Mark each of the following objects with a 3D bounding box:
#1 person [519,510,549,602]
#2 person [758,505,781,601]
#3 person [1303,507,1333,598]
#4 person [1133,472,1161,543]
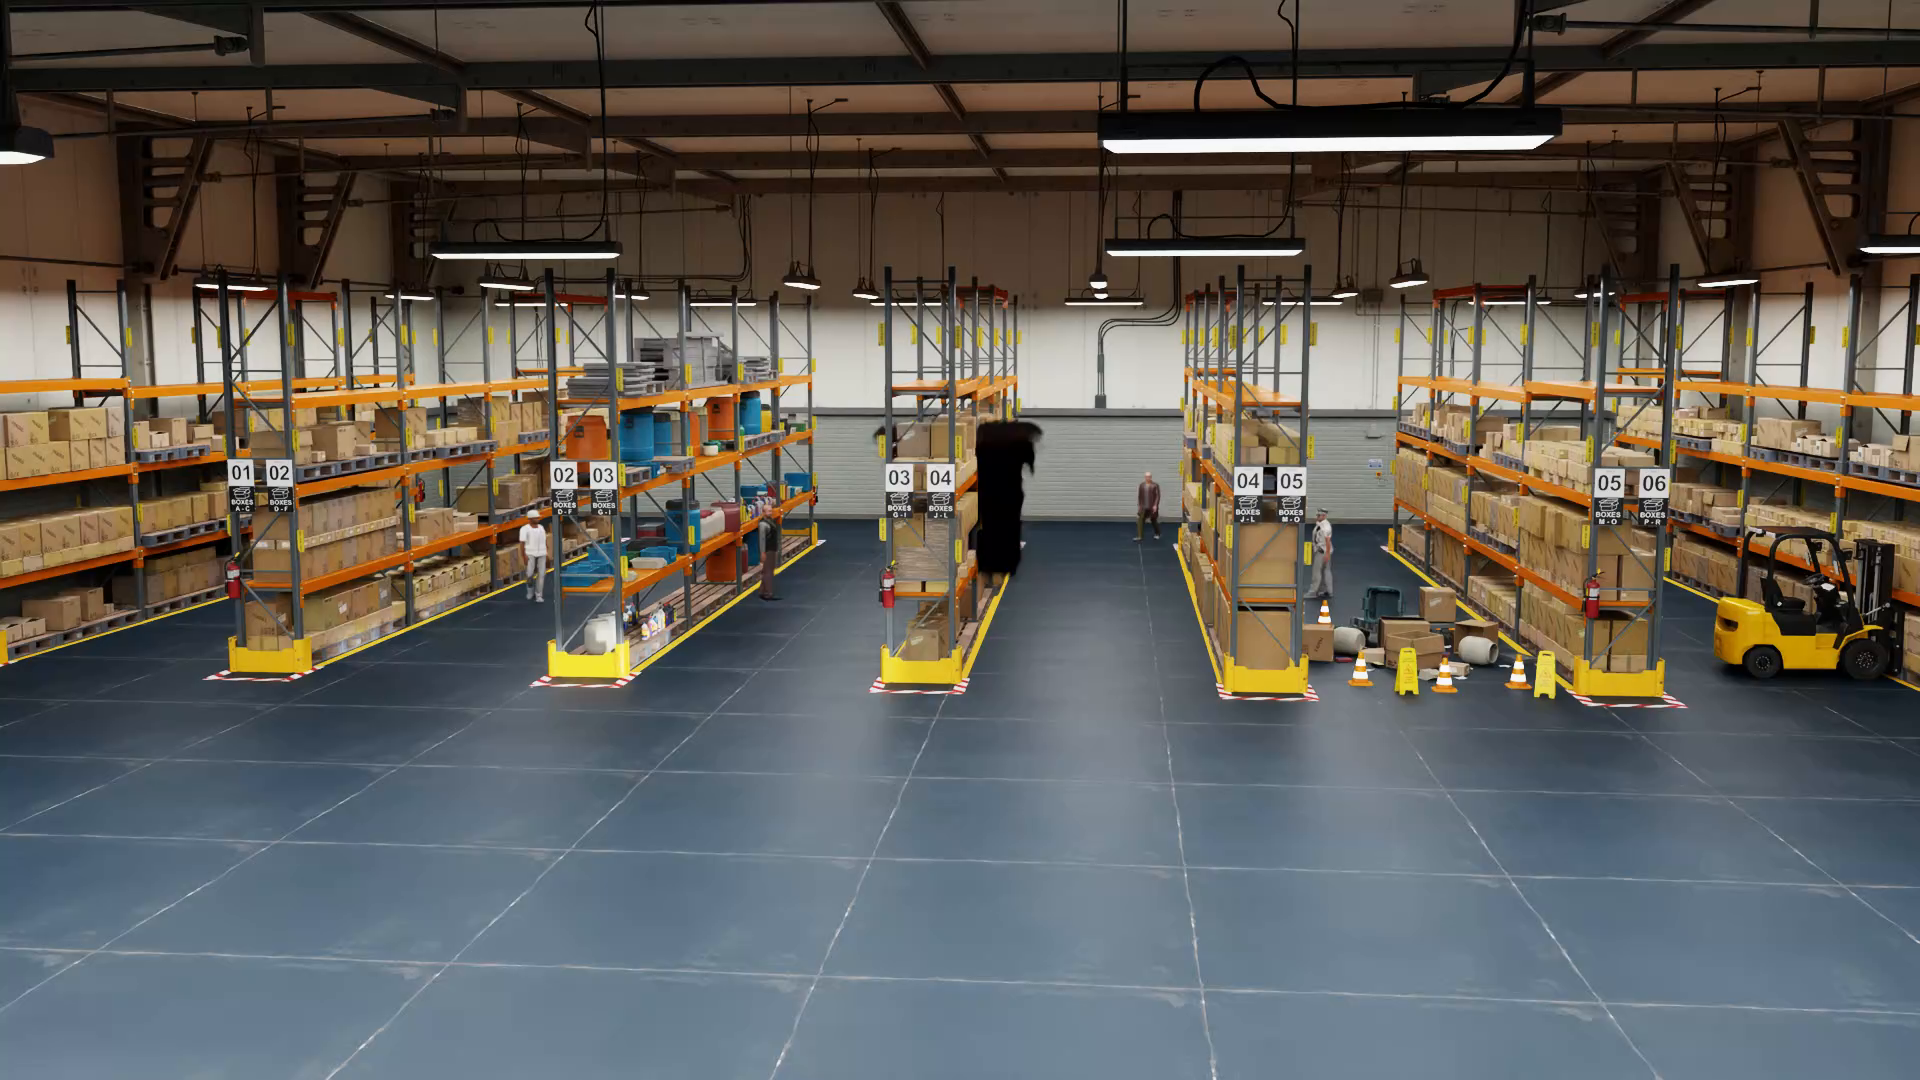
[{"bbox_3d":[-8.063,0.303,31.623,0.599,1.757,0.548,-4,8,-30],"label":"person"},{"bbox_3d":[-3.428,0.233,29.849,0.413,1.754,0.556,-1,7,-10],"label":"person"},{"bbox_3d":[6.917,0.241,32.158,0.620,1.741,0.593,2,7,17],"label":"person"},{"bbox_3d":[4.601,-0.803,40.768,0.644,1.738,1.134,4,8,28],"label":"person"}]
